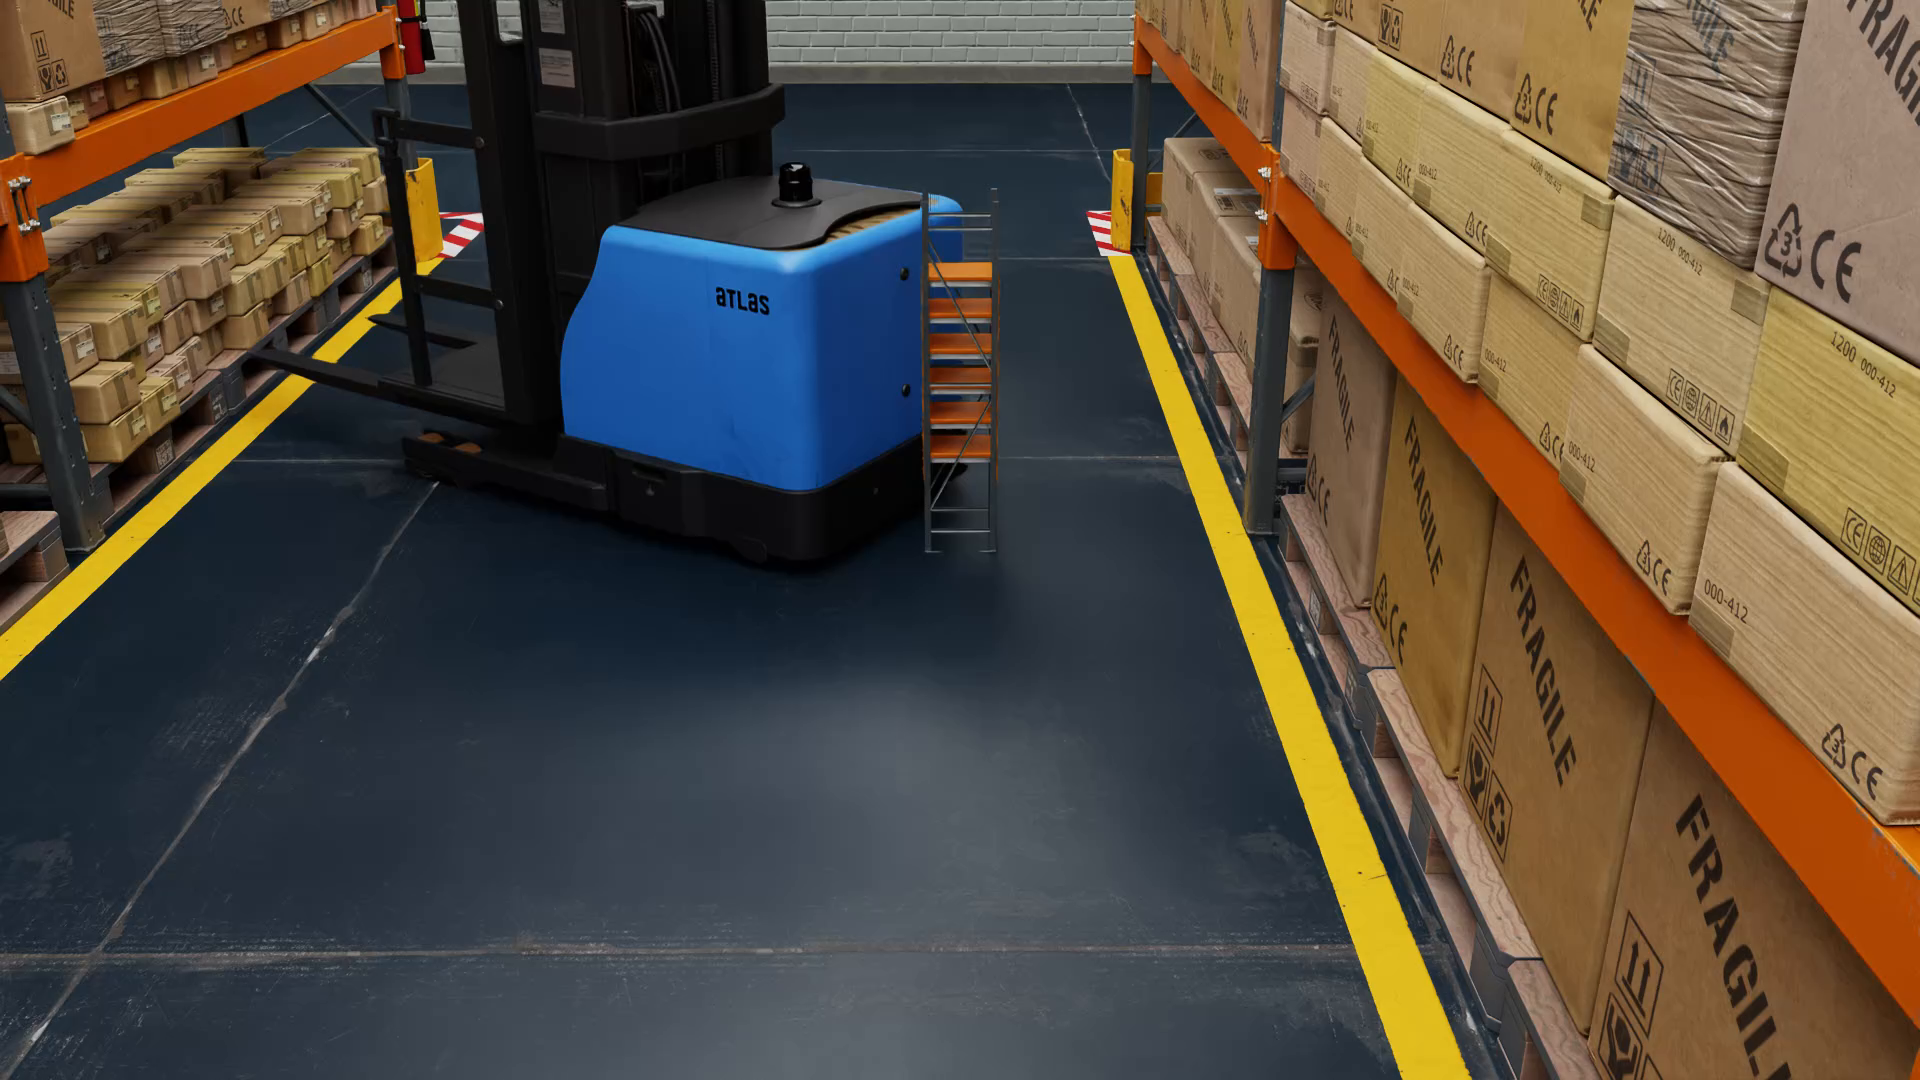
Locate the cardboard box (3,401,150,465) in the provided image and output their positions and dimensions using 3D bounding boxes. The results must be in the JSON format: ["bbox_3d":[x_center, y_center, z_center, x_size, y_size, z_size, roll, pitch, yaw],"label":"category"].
[{"bbox_3d":[-3.134,-0.384,5.910,0.380,0.149,0.250,-1,24,-3],"label":"cardboard box"}]

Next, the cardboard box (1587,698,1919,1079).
[{"bbox_3d":[1.616,0.736,2.552,0.875,0.875,0.875,0,24,-1],"label":"cardboard box"}]

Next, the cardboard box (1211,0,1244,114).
[{"bbox_3d":[1.226,-1.852,6.083,0.500,0.500,0.500,-1,24,-2],"label":"cardboard box"}]

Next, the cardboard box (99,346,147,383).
[{"bbox_3d":[-3.228,-0.623,6.077,0.380,0.149,0.250,0,24,0],"label":"cardboard box"}]

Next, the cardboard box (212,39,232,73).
[{"bbox_3d":[-3.240,-1.997,6.830,0.380,0.149,0.250,1,24,1],"label":"cardboard box"}]

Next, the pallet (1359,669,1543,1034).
[{"bbox_3d":[1.597,0.688,3.973,1.003,0.211,1.213,0,24,-1],"label":"pallet"}]

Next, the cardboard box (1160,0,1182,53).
[{"bbox_3d":[1.193,-2.481,7.475,0.500,0.500,0.500,0,24,-1],"label":"cardboard box"}]

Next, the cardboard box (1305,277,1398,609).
[{"bbox_3d":[1.584,-0.373,5.003,0.875,0.875,0.875,0,24,1],"label":"cardboard box"}]

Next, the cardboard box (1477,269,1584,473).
[{"bbox_3d":[1.265,-0.313,2.984,0.500,0.250,0.500,0,24,-1],"label":"cardboard box"}]

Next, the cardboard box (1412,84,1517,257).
[{"bbox_3d":[1.240,-0.750,3.344,0.500,0.250,0.500,-1,24,-2],"label":"cardboard box"}]

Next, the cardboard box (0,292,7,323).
[{"bbox_3d":[-3.768,-0.857,6.233,0.380,0.149,0.250,0,24,-1],"label":"cardboard box"}]

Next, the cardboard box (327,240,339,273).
[{"bbox_3d":[-3.244,-1.349,8.042,0.380,0.149,0.250,0,24,0],"label":"cardboard box"}]

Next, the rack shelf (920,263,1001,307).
[{"bbox_3d":[0.000,-0.828,5.360,0.258,0.103,0.180,0,24,-1],"label":"rack shelf"}]

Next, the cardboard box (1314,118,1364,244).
[{"bbox_3d":[1.245,-0.940,4.371,0.500,0.250,0.500,-1,24,-2],"label":"cardboard box"}]

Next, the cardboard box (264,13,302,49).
[{"bbox_3d":[-3.226,-2.322,7.548,0.380,0.149,0.250,-1,24,-3],"label":"cardboard box"}]

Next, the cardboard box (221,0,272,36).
[{"bbox_3d":[-3.222,-2.359,6.844,0.500,0.500,0.500,1,24,2],"label":"cardboard box"}]

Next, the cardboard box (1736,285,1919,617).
[{"bbox_3d":[1.282,-0.114,1.938,0.500,0.250,0.500,0,24,-1],"label":"cardboard box"}]

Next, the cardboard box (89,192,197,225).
[{"bbox_3d":[-3.752,-1.501,7.657,0.380,0.149,0.250,1,24,2],"label":"cardboard box"}]

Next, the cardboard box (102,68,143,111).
[{"bbox_3d":[-3.257,-1.672,6.112,0.380,0.149,0.250,-1,24,-3],"label":"cardboard box"}]

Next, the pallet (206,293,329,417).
[{"bbox_3d":[-3.510,-0.851,7.375,1.003,0.211,1.213,0,24,-1],"label":"pallet"}]

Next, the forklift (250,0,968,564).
[{"bbox_3d":[-1.496,-1.697,5.946,3.031,2.935,1.130,14,28,29],"label":"forklift"}]

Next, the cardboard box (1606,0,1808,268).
[{"bbox_3d":[1.260,-0.681,2.280,0.500,0.500,0.500,0,24,0],"label":"cardboard box"}]

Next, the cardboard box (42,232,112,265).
[{"bbox_3d":[-3.803,-1.187,6.962,0.380,0.149,0.250,-1,24,-2],"label":"cardboard box"}]

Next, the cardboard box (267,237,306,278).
[{"bbox_3d":[-3.194,-1.267,7.501,0.380,0.149,0.250,1,24,2],"label":"cardboard box"}]

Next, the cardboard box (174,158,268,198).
[{"bbox_3d":[-3.706,-1.822,8.366,0.380,0.149,0.250,0,24,0],"label":"cardboard box"}]

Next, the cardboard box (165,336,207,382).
[{"bbox_3d":[-3.244,-0.701,6.609,0.380,0.149,0.250,-1,24,-2],"label":"cardboard box"}]

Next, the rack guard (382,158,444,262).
[{"bbox_3d":[-3.494,-1.819,9.164,1.175,0.500,0.348,0,24,-1],"label":"rack guard"}]

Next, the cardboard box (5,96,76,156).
[{"bbox_3d":[-3.127,-1.344,5.387,0.380,0.149,0.250,1,24,1],"label":"cardboard box"}]

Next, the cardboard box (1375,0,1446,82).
[{"bbox_3d":[1.251,-1.307,3.665,0.500,0.500,0.500,-1,24,-2],"label":"cardboard box"}]

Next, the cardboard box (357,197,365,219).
[{"bbox_3d":[-3.255,-1.693,8.441,0.380,0.149,0.250,-1,24,-2],"label":"cardboard box"}]

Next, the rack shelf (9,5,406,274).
[{"bbox_3d":[-3.473,-1.837,7.045,1.077,0.370,4.000,0,24,-1],"label":"rack shelf"}]

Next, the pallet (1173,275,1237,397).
[{"bbox_3d":[1.551,-0.952,7.598,1.003,0.211,1.213,0,24,-1],"label":"pallet"}]

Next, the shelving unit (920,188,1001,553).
[{"bbox_3d":[0.000,-0.541,5.490,0.258,1.200,0.189,0,24,-1],"label":"shelving unit"}]

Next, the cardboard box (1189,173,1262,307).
[{"bbox_3d":[1.579,-1.428,7.867,0.875,0.438,0.875,0,24,1],"label":"cardboard box"}]

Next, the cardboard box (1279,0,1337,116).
[{"bbox_3d":[1.220,-1.381,4.740,0.500,0.250,0.500,-1,24,-2],"label":"cardboard box"}]

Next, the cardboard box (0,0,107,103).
[{"bbox_3d":[-3.205,-1.727,5.446,0.500,0.500,0.500,-1,24,-2],"label":"cardboard box"}]

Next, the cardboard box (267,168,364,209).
[{"bbox_3d":[-3.161,-1.725,8.153,0.380,0.149,0.250,-1,24,-2],"label":"cardboard box"}]

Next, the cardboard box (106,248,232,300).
[{"bbox_3d":[-3.190,-1.077,6.720,0.380,0.149,0.250,0,24,1],"label":"cardboard box"}]

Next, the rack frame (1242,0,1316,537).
[{"bbox_3d":[1.497,-1.404,5.215,1.000,3.000,0.127,0,24,-1],"label":"rack frame"}]

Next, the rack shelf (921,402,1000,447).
[{"bbox_3d":[0.000,-0.391,5.557,0.258,0.103,0.180,0,24,-1],"label":"rack shelf"}]

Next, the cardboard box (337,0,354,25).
[{"bbox_3d":[-3.244,-2.639,8.249,0.380,0.149,0.250,0,24,-1],"label":"cardboard box"}]

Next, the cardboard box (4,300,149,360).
[{"bbox_3d":[-3.192,-0.761,6.020,0.380,0.149,0.250,1,24,2],"label":"cardboard box"}]

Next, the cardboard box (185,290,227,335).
[{"bbox_3d":[-3.246,-0.948,6.795,0.380,0.149,0.250,1,24,2],"label":"cardboard box"}]

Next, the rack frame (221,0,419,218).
[{"bbox_3d":[-3.495,-2.989,8.718,1.000,3.000,0.127,0,24,-1],"label":"rack frame"}]

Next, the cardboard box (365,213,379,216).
[{"bbox_3d":[-3.281,-1.665,8.742,0.380,0.149,0.250,0,24,0],"label":"cardboard box"}]

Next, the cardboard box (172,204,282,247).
[{"bbox_3d":[-3.271,-1.399,7.431,0.380,0.149,0.250,-1,24,-2],"label":"cardboard box"}]

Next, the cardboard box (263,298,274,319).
[{"bbox_3d":[-3.268,-1.027,7.330,0.380,0.149,0.250,0,24,1],"label":"cardboard box"}]
